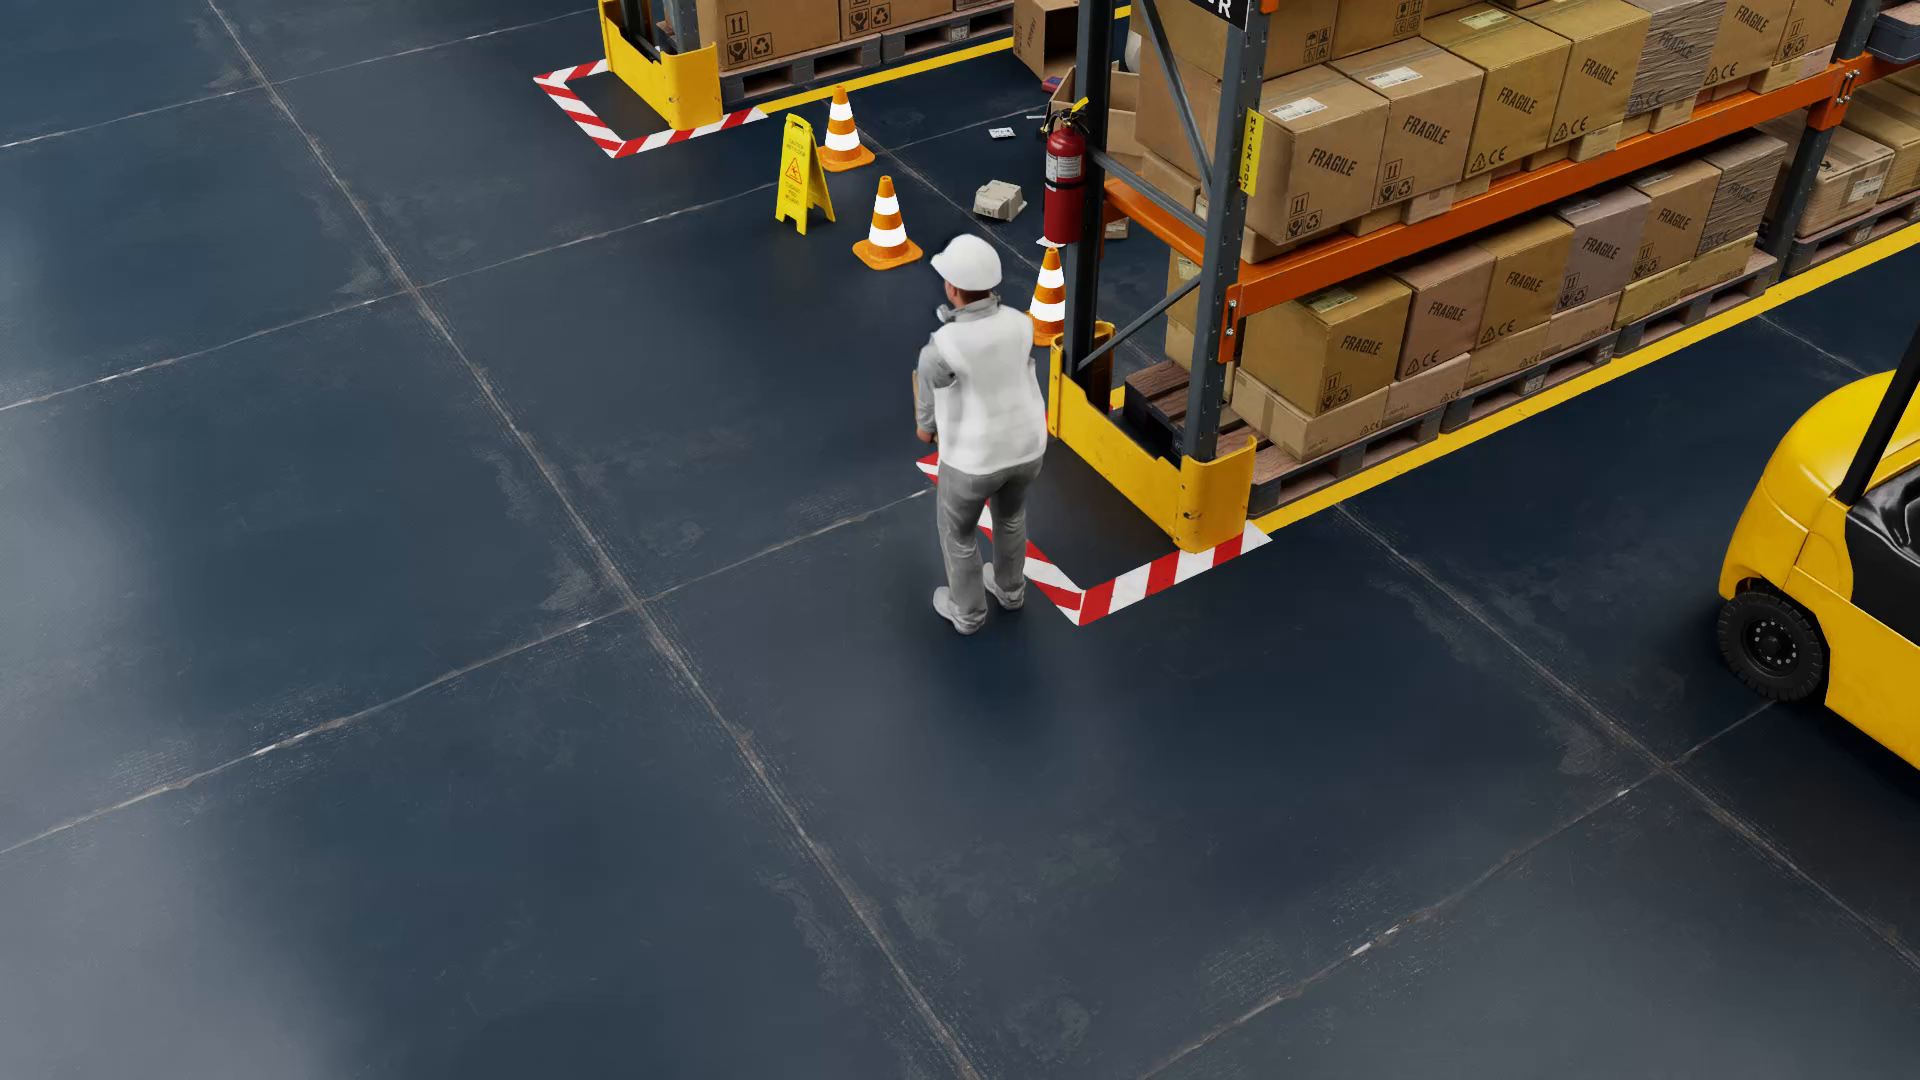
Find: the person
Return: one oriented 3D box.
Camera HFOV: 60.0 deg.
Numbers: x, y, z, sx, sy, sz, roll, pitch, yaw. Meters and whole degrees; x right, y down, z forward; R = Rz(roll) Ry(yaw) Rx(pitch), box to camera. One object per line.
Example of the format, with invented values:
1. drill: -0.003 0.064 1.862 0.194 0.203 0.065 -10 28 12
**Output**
1. person: 0.059 -0.411 6.636 0.484 1.756 0.584 -19 44 -21
